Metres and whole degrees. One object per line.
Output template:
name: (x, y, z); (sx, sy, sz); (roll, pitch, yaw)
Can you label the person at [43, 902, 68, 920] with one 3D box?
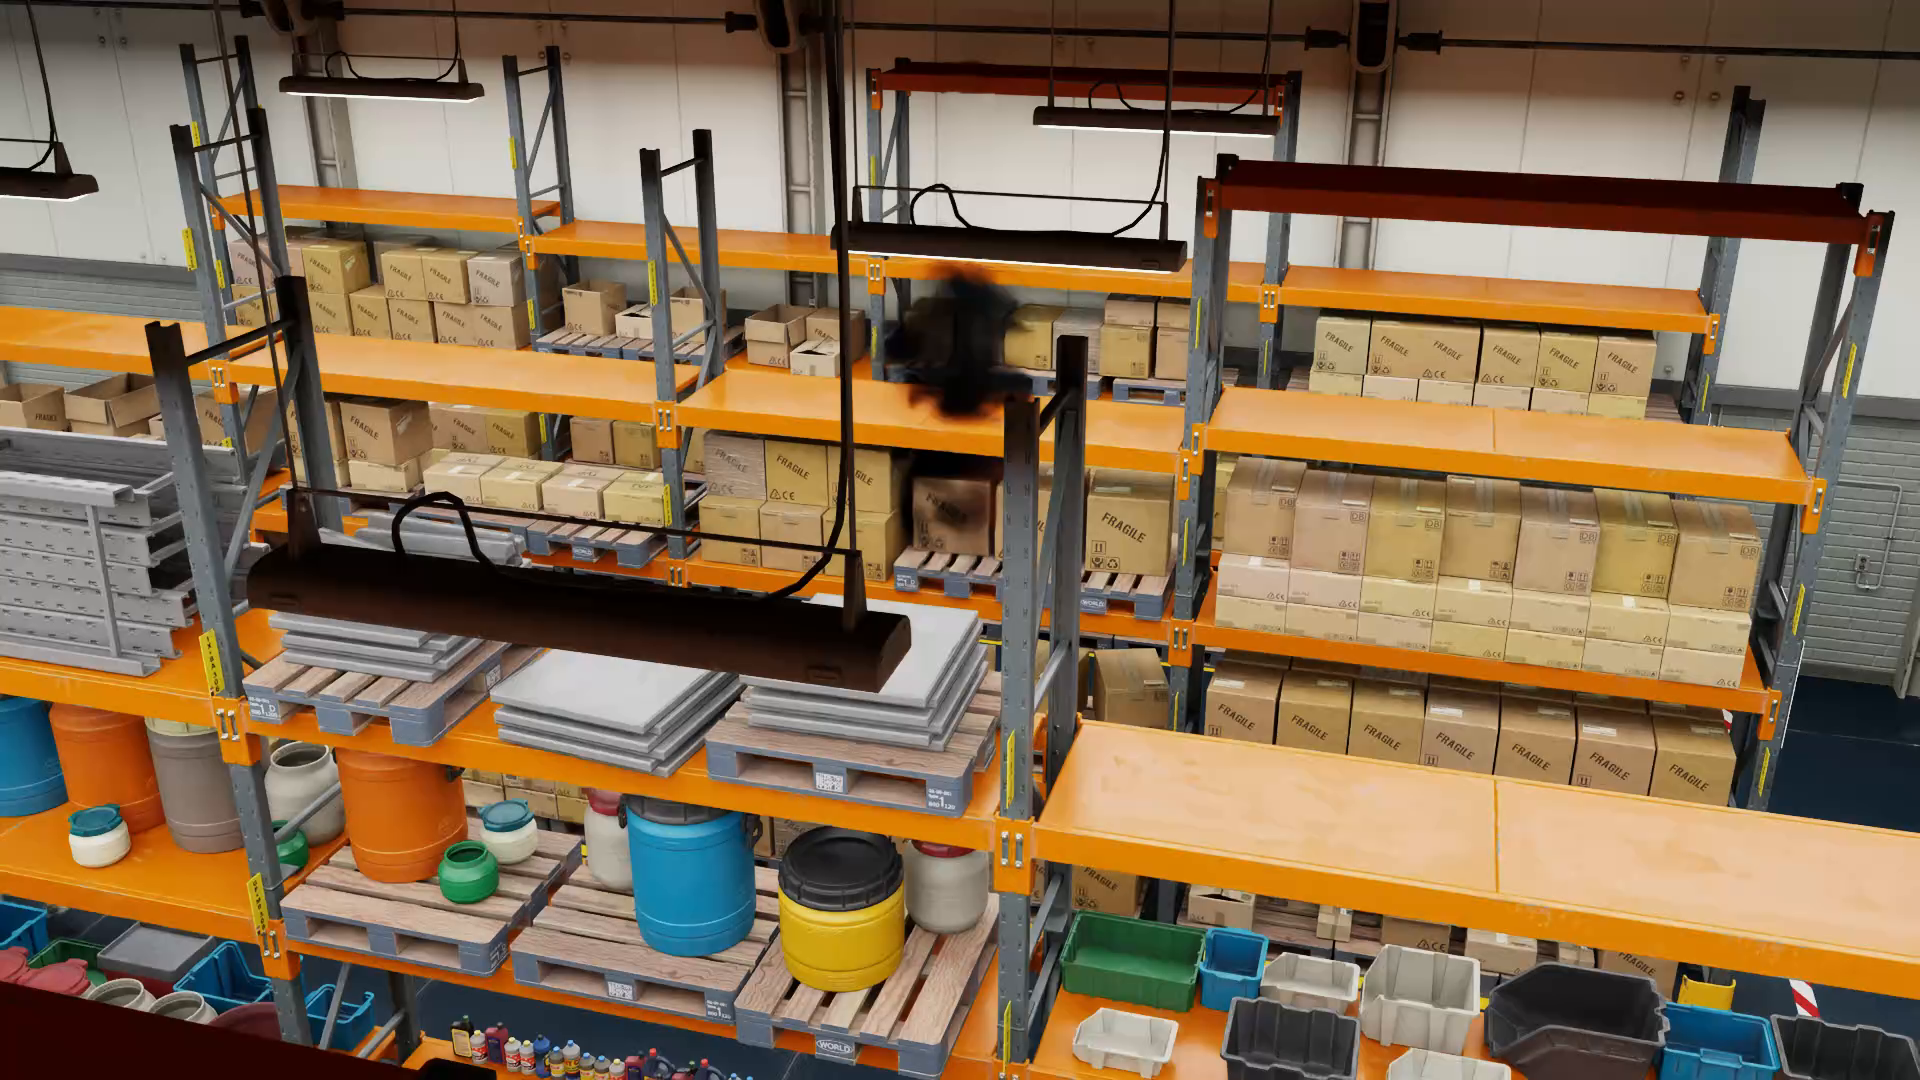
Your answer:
person: (-7.523, 2.254, 12.960); (0.843, 1.821, 0.636); (4, 23, 9)
